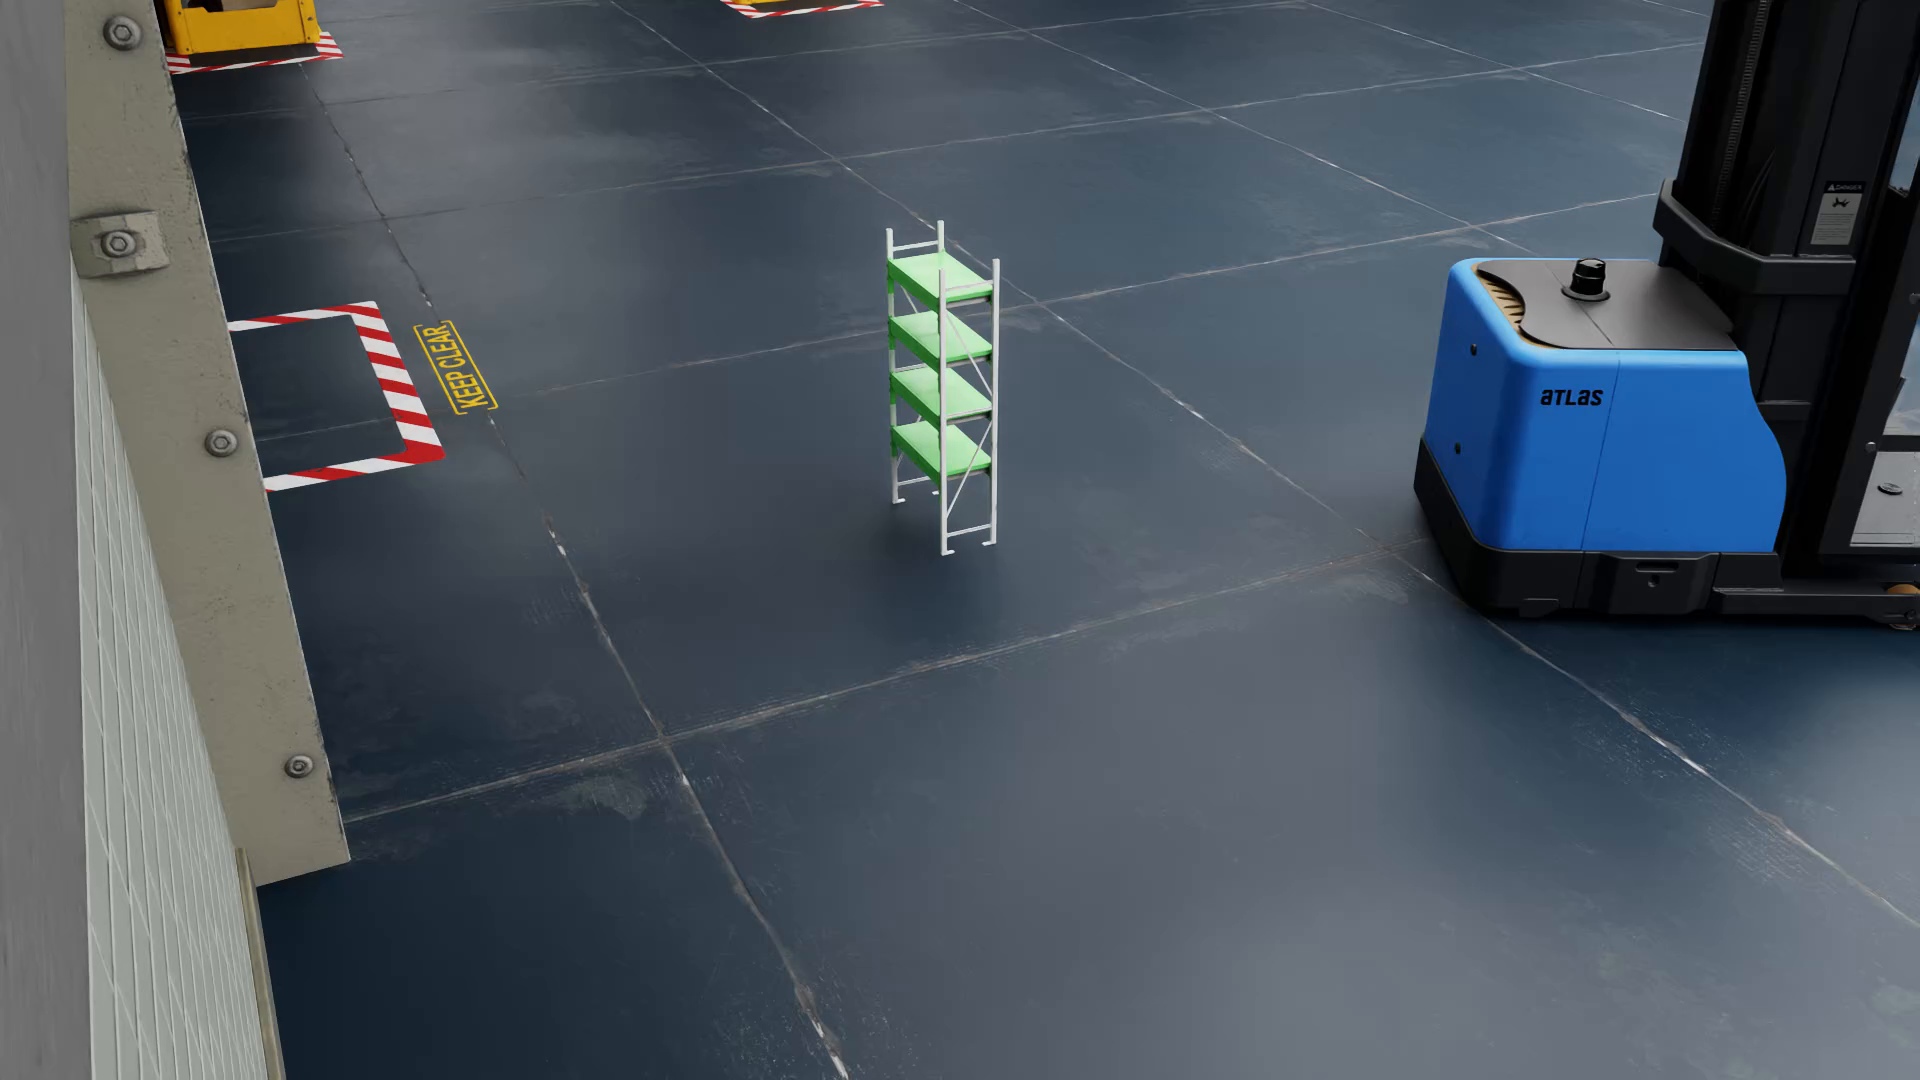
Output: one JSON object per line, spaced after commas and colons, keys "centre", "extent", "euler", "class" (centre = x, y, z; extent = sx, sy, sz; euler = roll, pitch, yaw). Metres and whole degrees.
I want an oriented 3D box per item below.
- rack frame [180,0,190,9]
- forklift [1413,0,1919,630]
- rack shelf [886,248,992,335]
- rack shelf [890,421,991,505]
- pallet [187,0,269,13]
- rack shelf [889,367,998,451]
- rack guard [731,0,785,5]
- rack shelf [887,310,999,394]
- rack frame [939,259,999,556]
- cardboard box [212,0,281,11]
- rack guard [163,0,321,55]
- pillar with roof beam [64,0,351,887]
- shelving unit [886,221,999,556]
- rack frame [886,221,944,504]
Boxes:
{"centre": [-6.134, -5.568, 13.612], "extent": [1.000, 3.000, 0.127], "euler": [-13, 32, -22], "class": "rack frame"}
{"centre": [3.411, -1.207, 5.906], "extent": [3.031, 2.935, 1.130], "euler": [1, 29, 1], "class": "forklift"}
{"centre": [-0.071, -0.959, 6.383], "extent": [0.258, 0.148, 0.480], "euler": [-13, 32, -22], "class": "rack shelf"}
{"centre": [-0.071, -0.331, 6.736], "extent": [0.258, 0.148, 0.480], "euler": [-13, 32, -22], "class": "rack shelf"}
{"centre": [-6.483, -4.751, 15.007], "extent": [1.003, 0.211, 1.213], "euler": [-13, 32, -22], "class": "pallet"}
{"centre": [-0.071, -0.541, 6.618], "extent": [0.258, 0.148, 0.480], "euler": [-13, 32, -22], "class": "rack shelf"}
{"centre": [-1.651, -5.509, 16.062], "extent": [1.175, 0.500, 0.348], "euler": [-13, 32, -22], "class": "rack guard"}
{"centre": [-0.071, -0.750, 6.501], "extent": [0.258, 0.148, 0.480], "euler": [-13, 32, -22], "class": "rack shelf"}
{"centre": [0.034, -0.489, 6.395], "extent": [0.240, 1.200, 0.015], "euler": [-13, 32, -22], "class": "rack frame"}
{"centre": [-6.350, -4.911, 14.741], "extent": [0.500, 0.311, 0.500], "euler": [-17, 33, -28], "class": "cardboard box"}
{"centre": [-6.167, -4.511, 14.283], "extent": [1.175, 0.500, 0.348], "euler": [-13, 32, -22], "class": "rack guard"}
{"centre": [1.824, -3.915, 4.531], "extent": [9.100, 9.000, 0.400], "euler": [-13, 32, -22], "class": "pillar with roof beam"}
{"centre": [-0.071, -0.596, 6.587], "extent": [0.258, 1.200, 0.503], "euler": [-13, 32, -22], "class": "shelving unit"}
{"centre": [-0.176, -0.704, 6.779], "extent": [0.240, 1.200, 0.015], "euler": [-13, 32, -22], "class": "rack frame"}
